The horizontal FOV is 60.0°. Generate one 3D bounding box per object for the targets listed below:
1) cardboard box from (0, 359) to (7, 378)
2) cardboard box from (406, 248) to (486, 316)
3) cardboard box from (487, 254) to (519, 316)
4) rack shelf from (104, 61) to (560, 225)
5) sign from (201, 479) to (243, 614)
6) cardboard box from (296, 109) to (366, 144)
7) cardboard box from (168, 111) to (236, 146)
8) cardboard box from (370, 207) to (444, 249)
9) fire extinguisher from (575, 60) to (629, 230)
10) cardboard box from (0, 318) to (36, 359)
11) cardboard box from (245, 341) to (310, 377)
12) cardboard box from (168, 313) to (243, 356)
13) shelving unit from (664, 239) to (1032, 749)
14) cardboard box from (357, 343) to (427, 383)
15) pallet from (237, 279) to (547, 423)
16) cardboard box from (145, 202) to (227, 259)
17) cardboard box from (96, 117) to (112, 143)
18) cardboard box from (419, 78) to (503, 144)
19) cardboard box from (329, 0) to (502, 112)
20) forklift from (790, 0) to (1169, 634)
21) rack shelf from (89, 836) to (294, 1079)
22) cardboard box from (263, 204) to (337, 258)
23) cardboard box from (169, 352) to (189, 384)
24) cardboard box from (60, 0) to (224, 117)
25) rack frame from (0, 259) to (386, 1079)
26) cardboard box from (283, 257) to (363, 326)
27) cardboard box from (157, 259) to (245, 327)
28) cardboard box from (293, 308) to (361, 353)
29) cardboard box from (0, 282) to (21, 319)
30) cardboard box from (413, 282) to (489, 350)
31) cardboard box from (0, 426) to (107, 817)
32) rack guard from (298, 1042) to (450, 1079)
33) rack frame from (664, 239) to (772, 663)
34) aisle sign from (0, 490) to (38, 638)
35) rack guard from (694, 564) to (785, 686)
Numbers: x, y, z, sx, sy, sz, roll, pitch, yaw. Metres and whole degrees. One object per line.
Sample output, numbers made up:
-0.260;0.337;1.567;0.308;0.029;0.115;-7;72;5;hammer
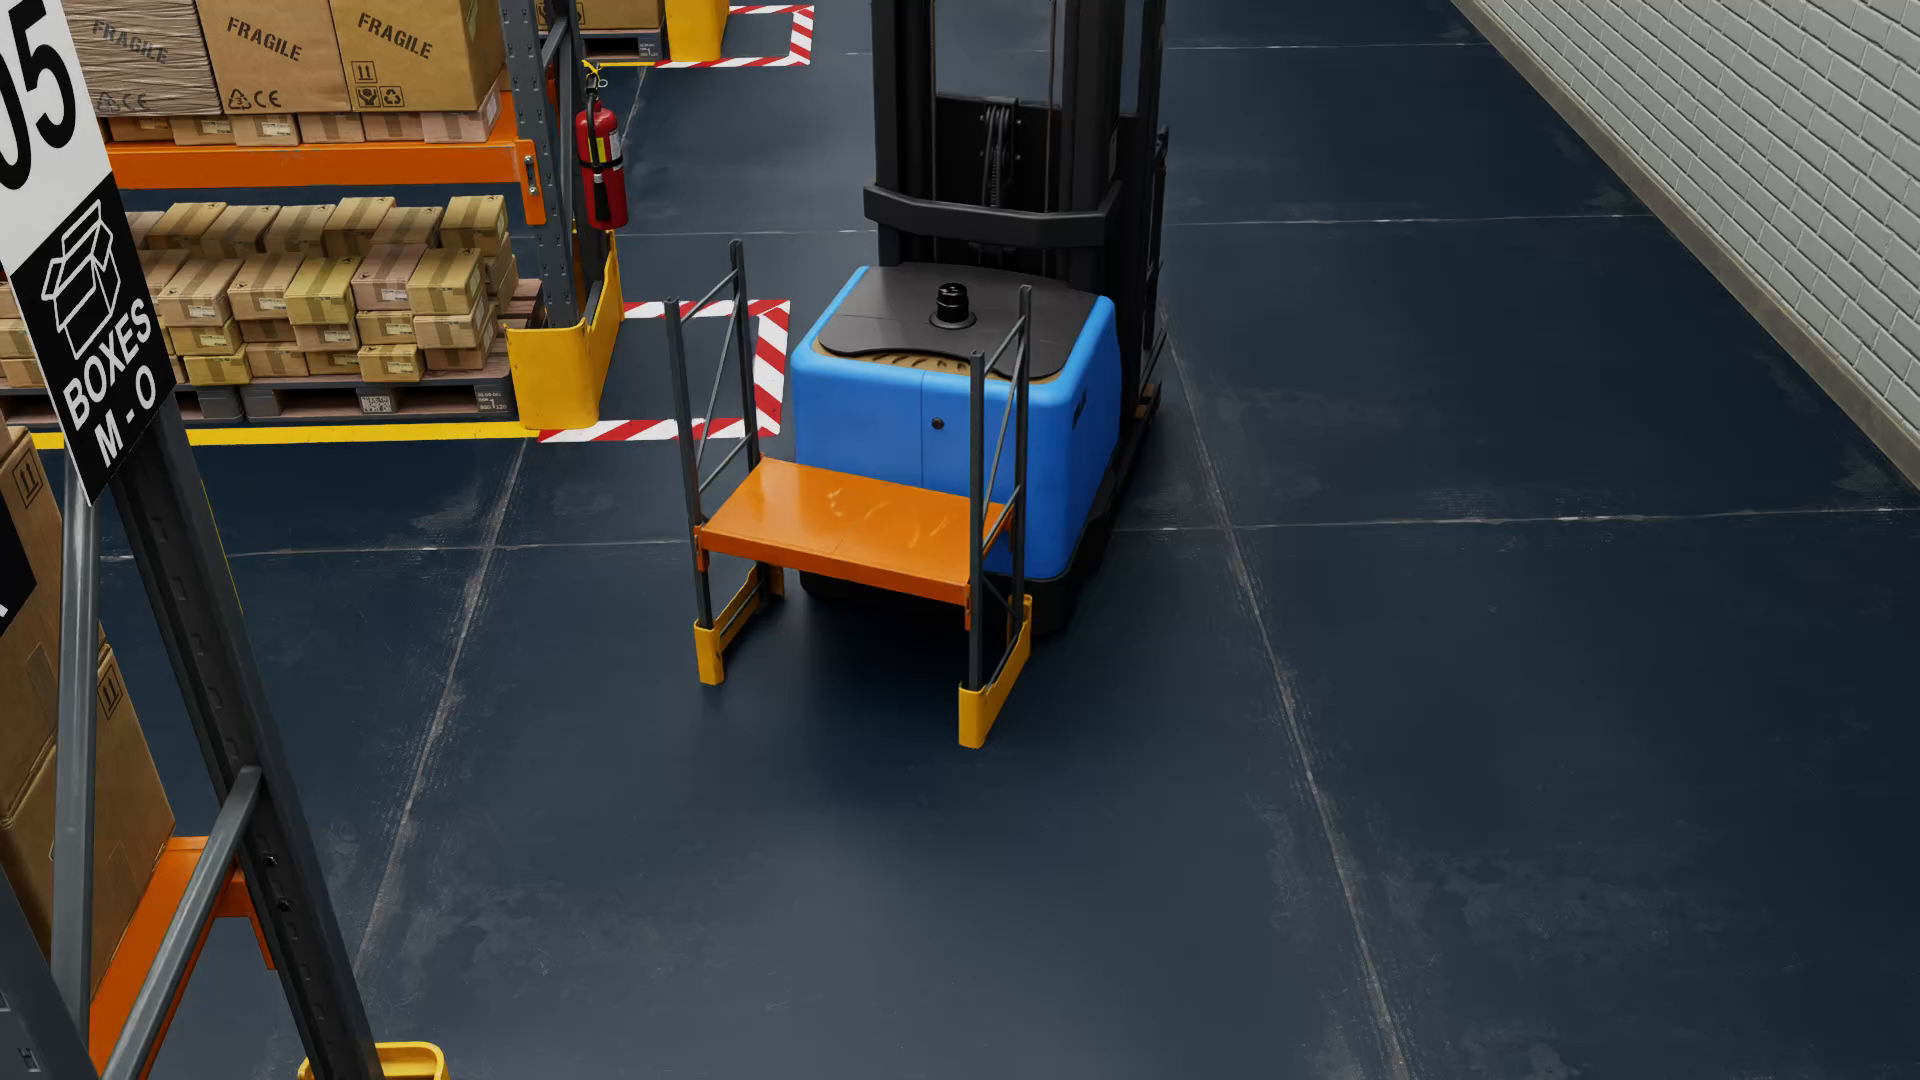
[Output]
-4.348;-0.889;7.534;0.250;0.149;0.380;-3;35;-4;cardboard box
-2.278;-1.150;7.389;0.250;0.149;0.380;-1;35;-2;cardboard box
-2.300;-1.231;8.029;0.250;0.149;0.380;-1;35;-1;cardboard box
-3.759;-1.713;7.222;4.000;0.370;1.077;-2;35;-2;rack shelf
-1.446;0.044;3.220;0.005;0.325;0.100;-2;35;-2;sign
-2.573;-1.790;6.921;0.250;0.149;0.380;-2;35;-3;cardboard box
-3.092;-1.779;6.906;0.250;0.149;0.380;-3;35;-4;cardboard box
-2.570;-1.411;7.767;0.250;0.149;0.380;-1;35;-1;cardboard box
-1.488;-1.622;6.854;0.183;0.674;0.296;-2;35;-2;fire extinguisher
-4.088;-0.961;7.378;0.250;0.149;0.380;-2;35;-3;cardboard box
-3.043;-0.894;7.542;0.250;0.149;0.380;-1;35;-2;cardboard box
-3.310;-0.973;7.395;0.250;0.149;0.380;-1;35;-2;cardboard box
-0.340;-0.156;5.657;1.083;1.500;0.587;12;36;16;shelving unit
-2.529;-0.866;7.502;0.250;0.149;0.380;-1;35;-1;cardboard box
-2.650;-0.913;7.883;1.213;0.211;1.003;-2;35;-2;pallet
-3.614;-1.440;7.809;0.250;0.149;0.380;-1;35;-1;cardboard box
-3.629;-1.789;6.920;0.250;0.149;0.380;-1;35;-1;cardboard box
-2.073;-1.790;6.922;0.250;0.149;0.380;-1;35;-2;cardboard box
-2.198;-2.068;6.753;0.500;0.500;0.500;-1;35;-1;cardboard box
0.283;-1.695;6.624;1.130;2.935;3.031;9;36;13;forklift
-3.424;1.098;3.160;4.000;0.370;1.077;-2;35;-2;rack shelf
-3.072;-1.424;7.784;0.250;0.149;0.380;-3;35;-5;cardboard box
-3.569;-0.856;7.487;0.250;0.149;0.380;-1;35;-1;cardboard box
-3.218;-2.038;6.710;0.500;0.500;0.500;-1;35;-2;cardboard box
-1.426;0.748;3.033;0.127;3.000;1.000;-2;35;-2;rack frame
-2.784;-1.096;7.312;0.250;0.149;0.380;-2;35;-3;cardboard box
-3.312;-1.087;7.298;0.250;0.149;0.380;0;35;0;cardboard box
-2.794;-0.994;7.426;0.250;0.149;0.380;-3;35;-4;cardboard box
-4.089;-1.135;7.368;0.250;0.149;0.380;-3;35;-4;cardboard box
-2.275;-1.009;7.447;0.250;0.149;0.380;-2;35;-4;cardboard box
-1.919;0.147;2.936;0.500;0.500;0.500;-2;35;-3;cardboard box
-1.402;1.775;3.746;0.348;0.500;1.175;-2;35;-2;rack guard
-0.826;-0.256;5.802;0.032;1.500;0.500;12;36;16;rack frame
-1.339;-0.147;2.042;0.004;0.787;0.394;-2;35;-2;aisle sign
-0.808;0.261;6.153;0.087;0.250;0.587;12;36;16;rack guard
